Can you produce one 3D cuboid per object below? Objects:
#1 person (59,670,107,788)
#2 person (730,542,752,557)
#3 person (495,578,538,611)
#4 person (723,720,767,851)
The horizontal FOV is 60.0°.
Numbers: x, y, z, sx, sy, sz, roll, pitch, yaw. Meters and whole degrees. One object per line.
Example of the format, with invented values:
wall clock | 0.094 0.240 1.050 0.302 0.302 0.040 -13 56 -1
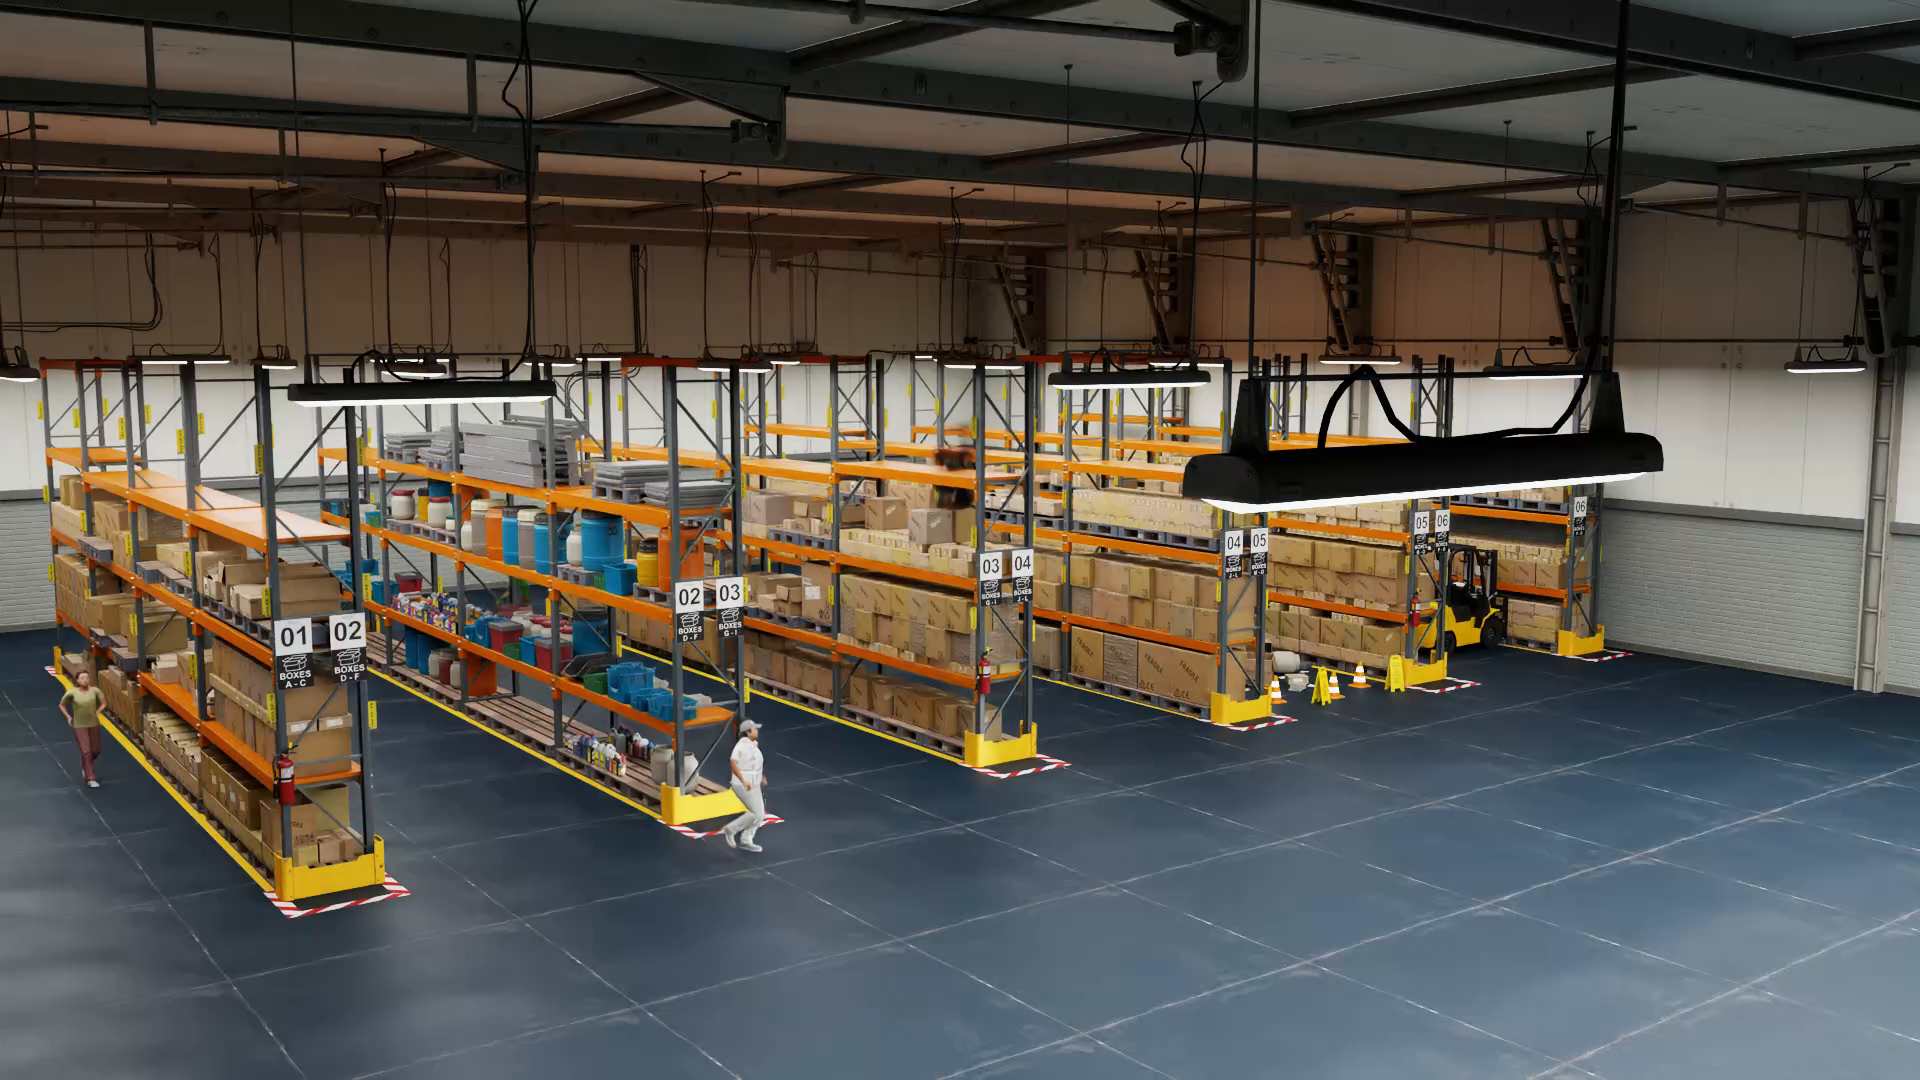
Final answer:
person | -12.469 2.660 23.722 0.597 1.656 0.803 -6 9 -43
person | -5.476 0.475 41.665 0.763 1.854 0.713 -6 9 -43
person | -10.253 0.805 38.404 0.993 1.769 0.662 -5 9 -37
person | -2.678 3.053 20.794 0.521 1.617 0.656 0 7 2
